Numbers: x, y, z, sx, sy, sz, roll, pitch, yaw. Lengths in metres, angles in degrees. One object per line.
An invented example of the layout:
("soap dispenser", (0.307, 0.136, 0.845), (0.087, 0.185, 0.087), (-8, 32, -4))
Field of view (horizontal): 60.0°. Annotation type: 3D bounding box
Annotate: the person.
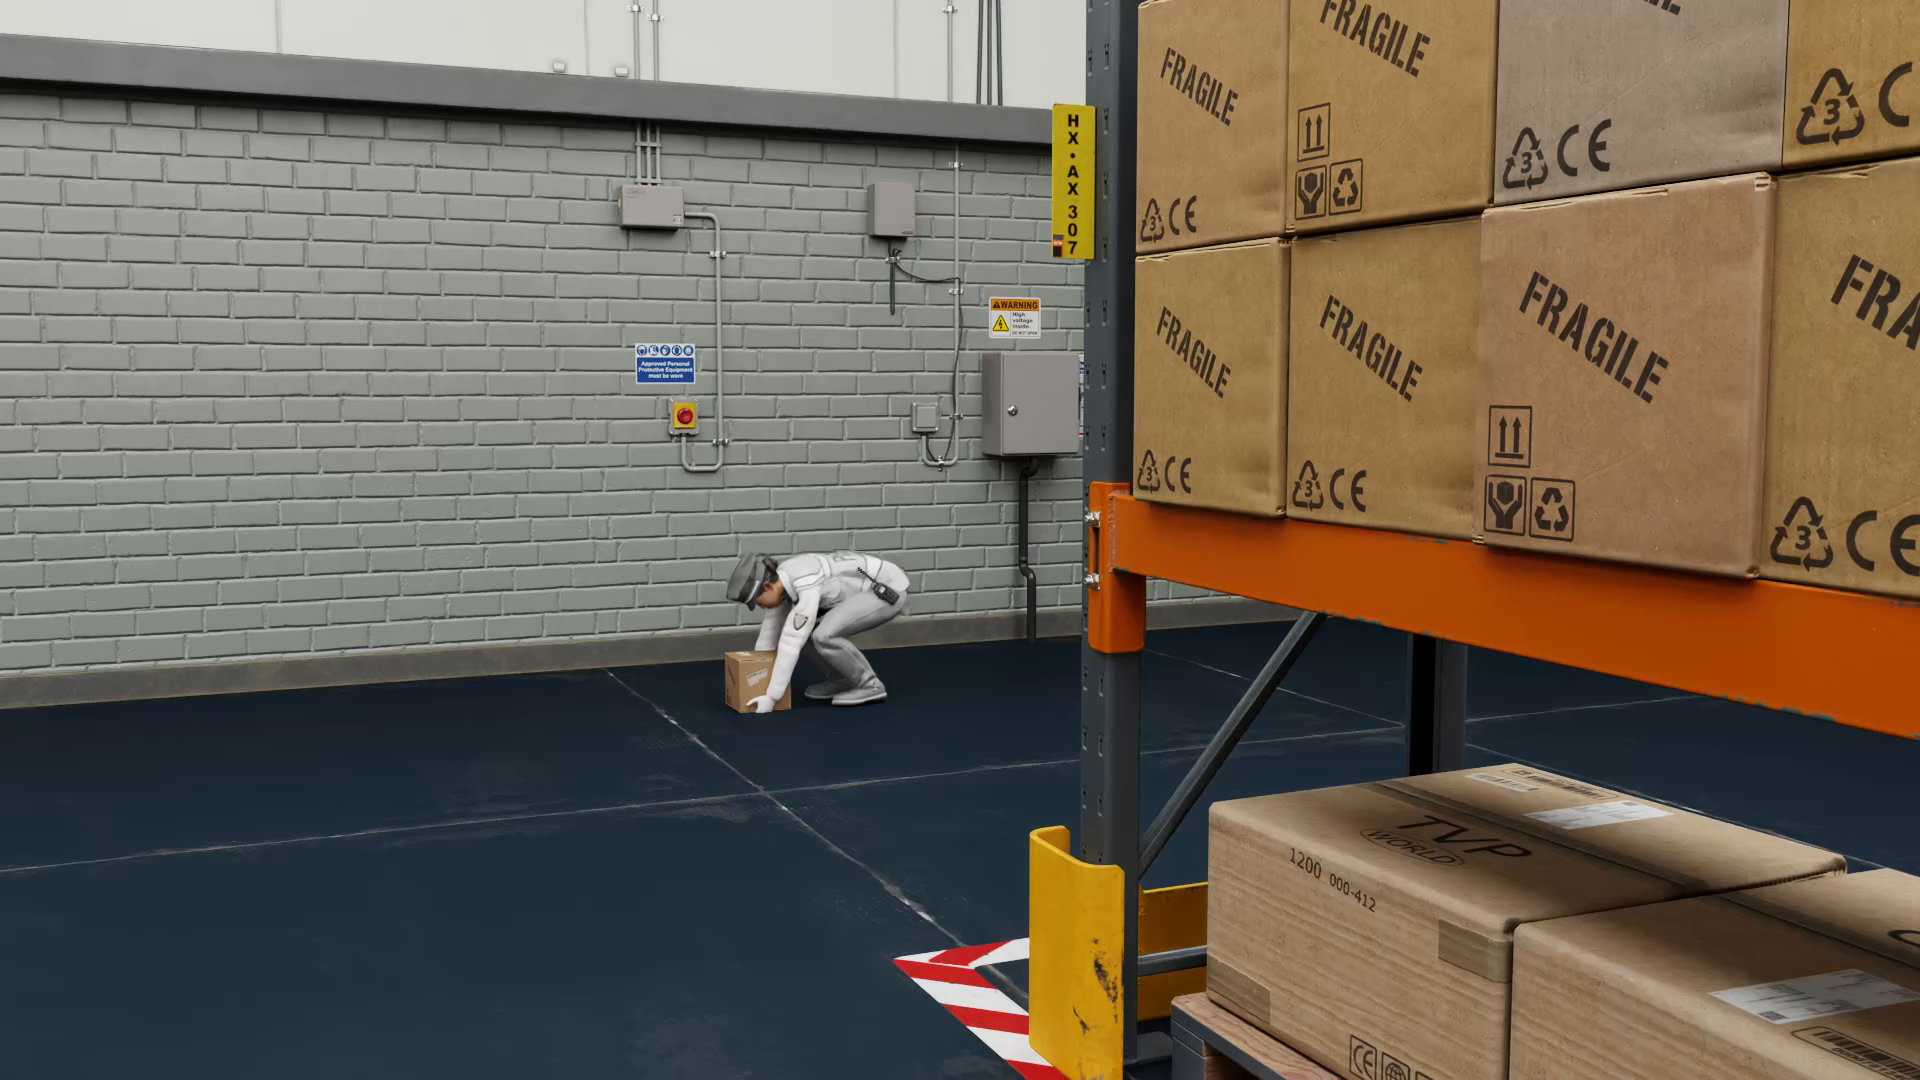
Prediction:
("person", (-0.685, 0.421, 7.992), (0.915, 0.762, 0.448), (-3, 6, -25))
